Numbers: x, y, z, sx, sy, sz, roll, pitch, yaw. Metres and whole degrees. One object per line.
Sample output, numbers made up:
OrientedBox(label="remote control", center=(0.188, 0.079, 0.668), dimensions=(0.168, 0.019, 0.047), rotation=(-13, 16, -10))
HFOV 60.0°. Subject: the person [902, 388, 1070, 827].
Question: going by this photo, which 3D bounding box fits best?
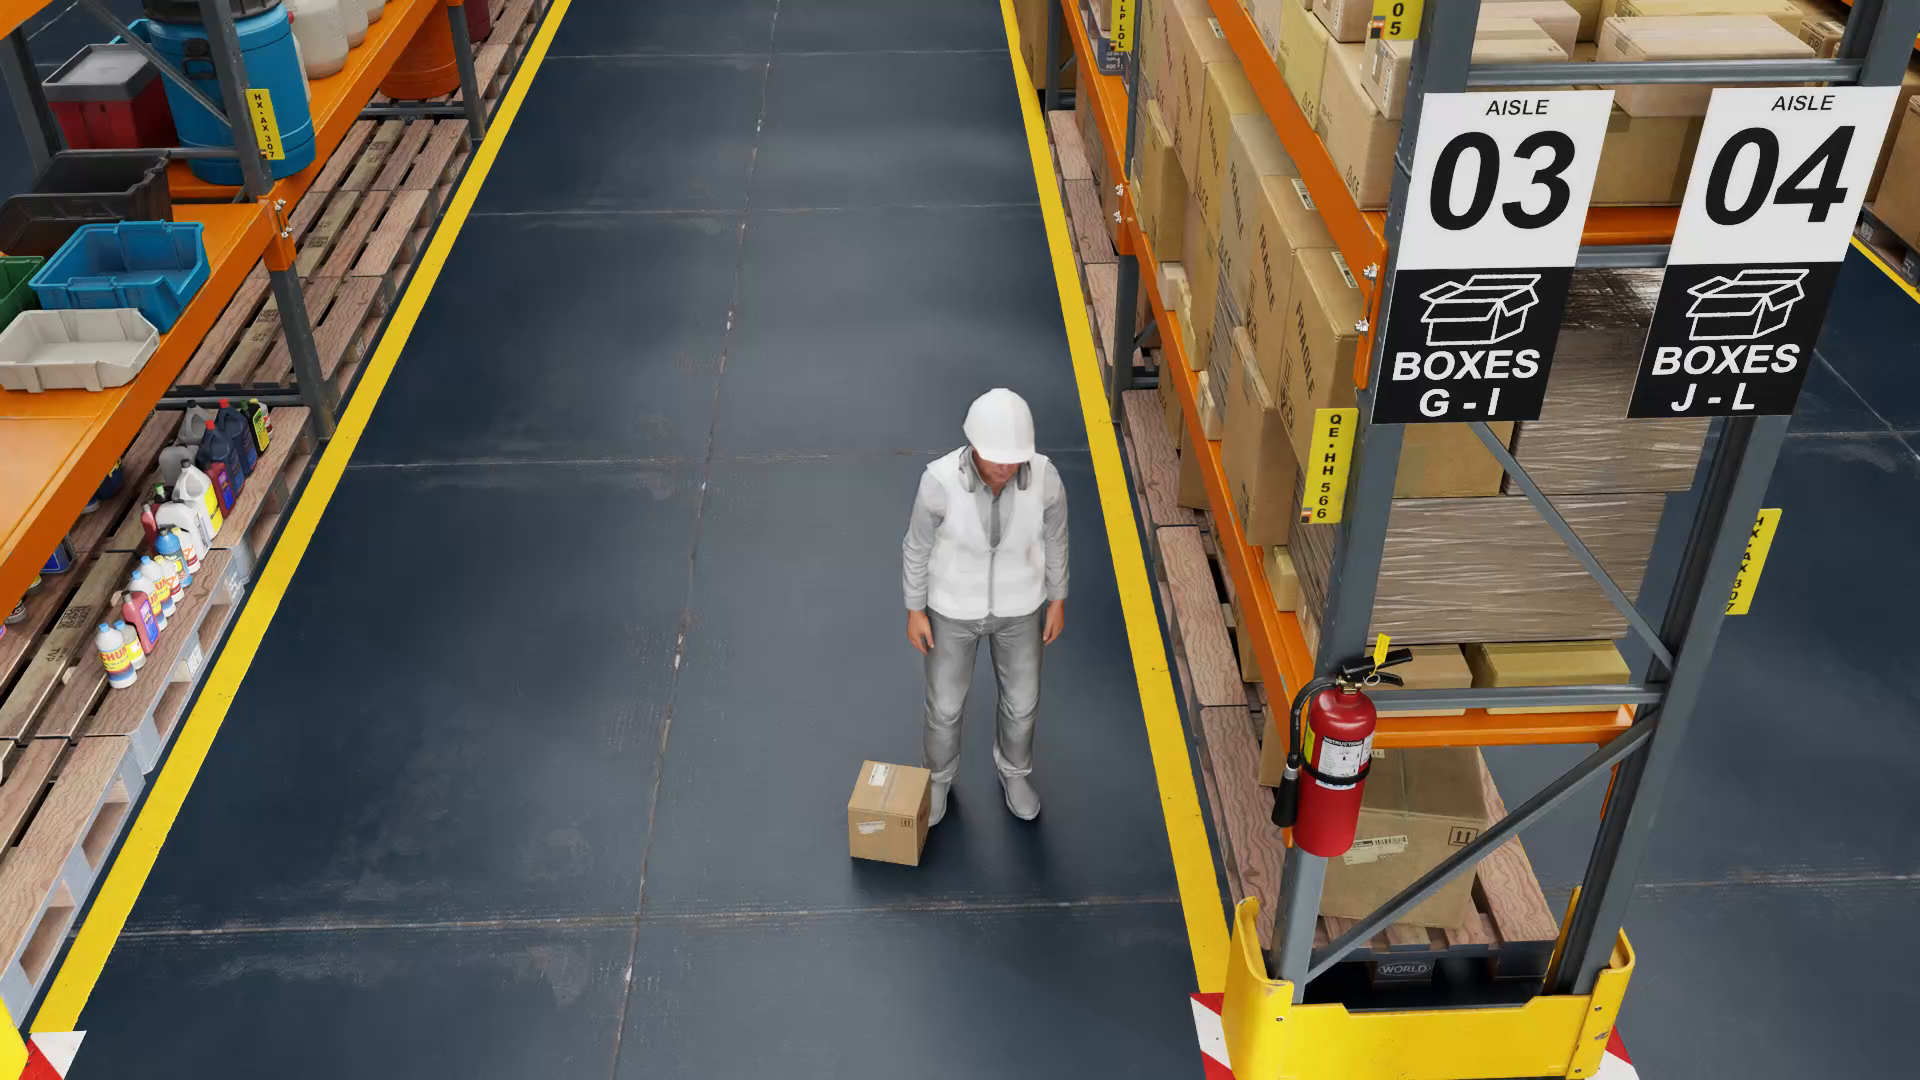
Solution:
OrientedBox(label="person", center=(0.093, 0.231, 5.794), dimensions=(0.582, 1.769, 0.468), rotation=(-4, 35, -6))
